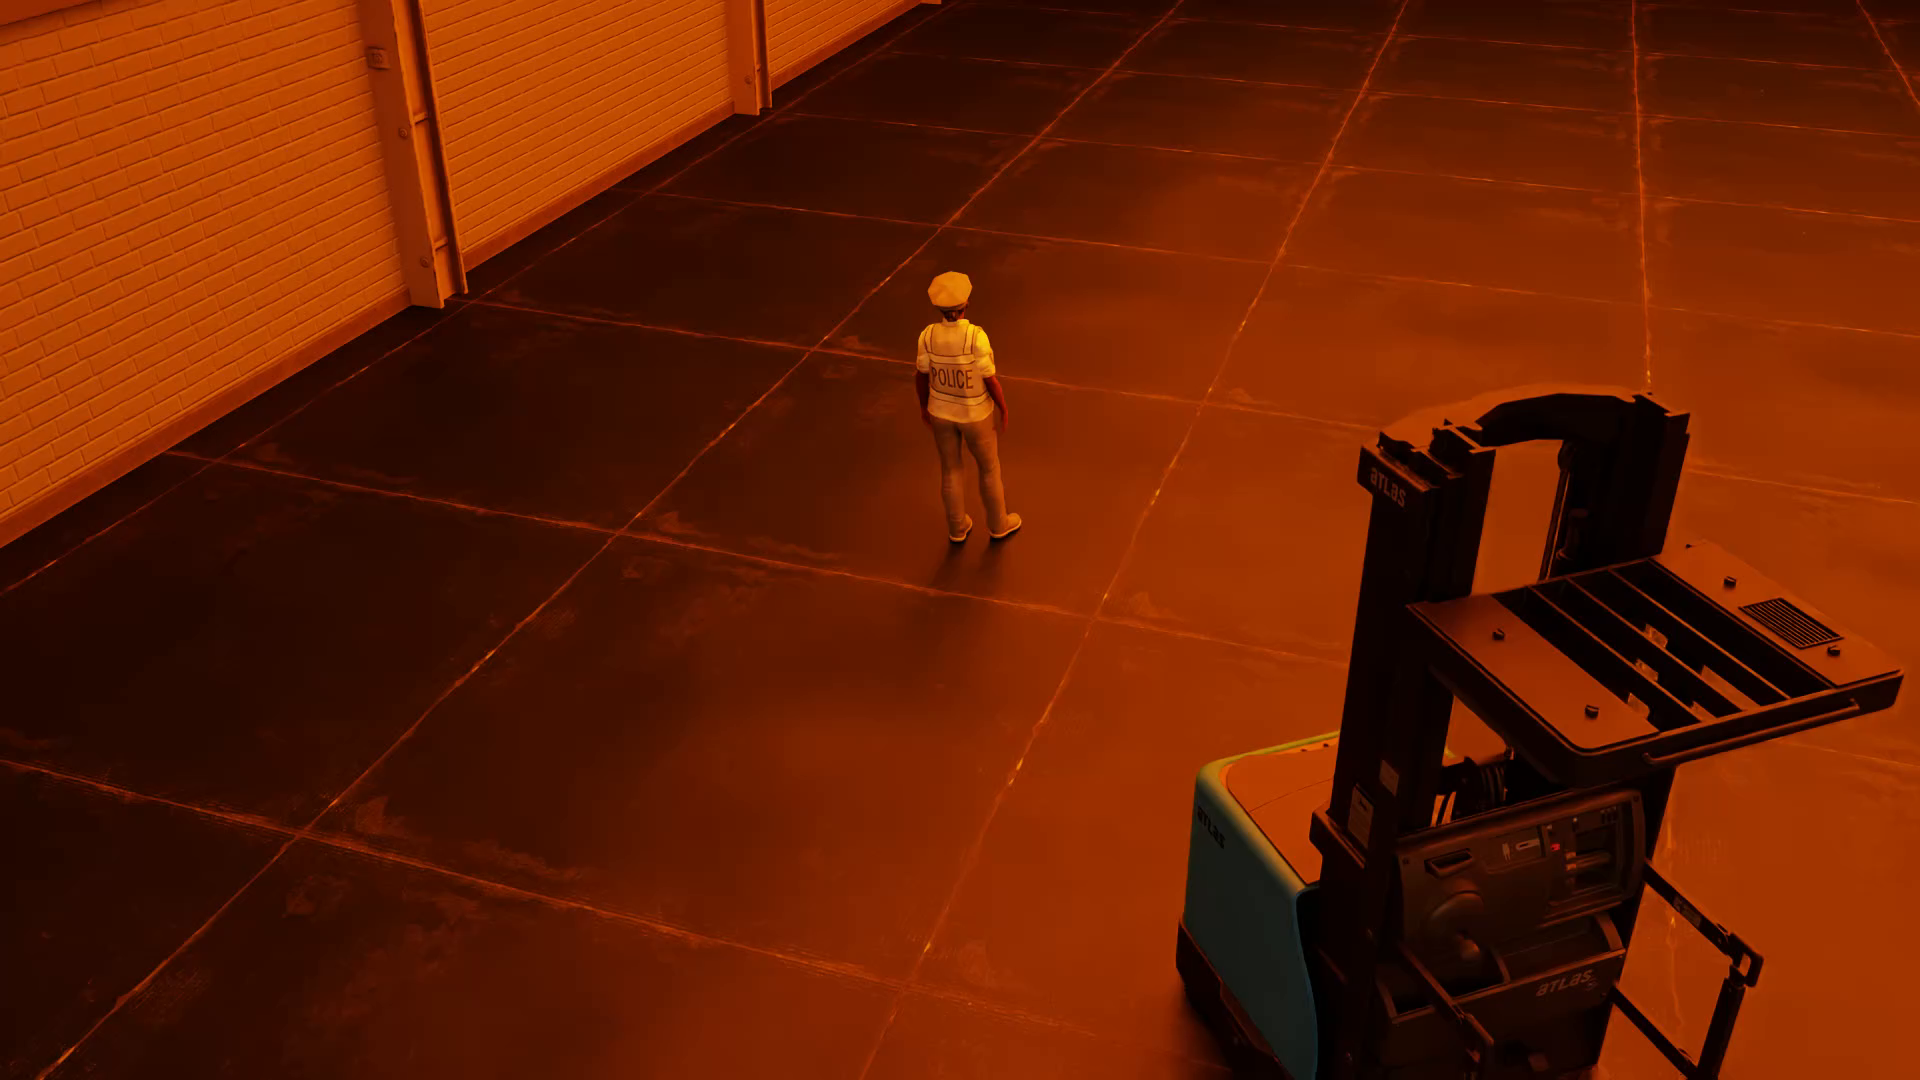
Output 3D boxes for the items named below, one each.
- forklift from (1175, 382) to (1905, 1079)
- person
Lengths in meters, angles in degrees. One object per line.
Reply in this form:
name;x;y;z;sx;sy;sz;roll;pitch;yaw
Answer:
forklift;1.884;1.124;5.165;1.130;2.935;3.031;-11;31;-18
person;0.043;-0.774;9.730;0.569;1.693;0.528;10;31;16
